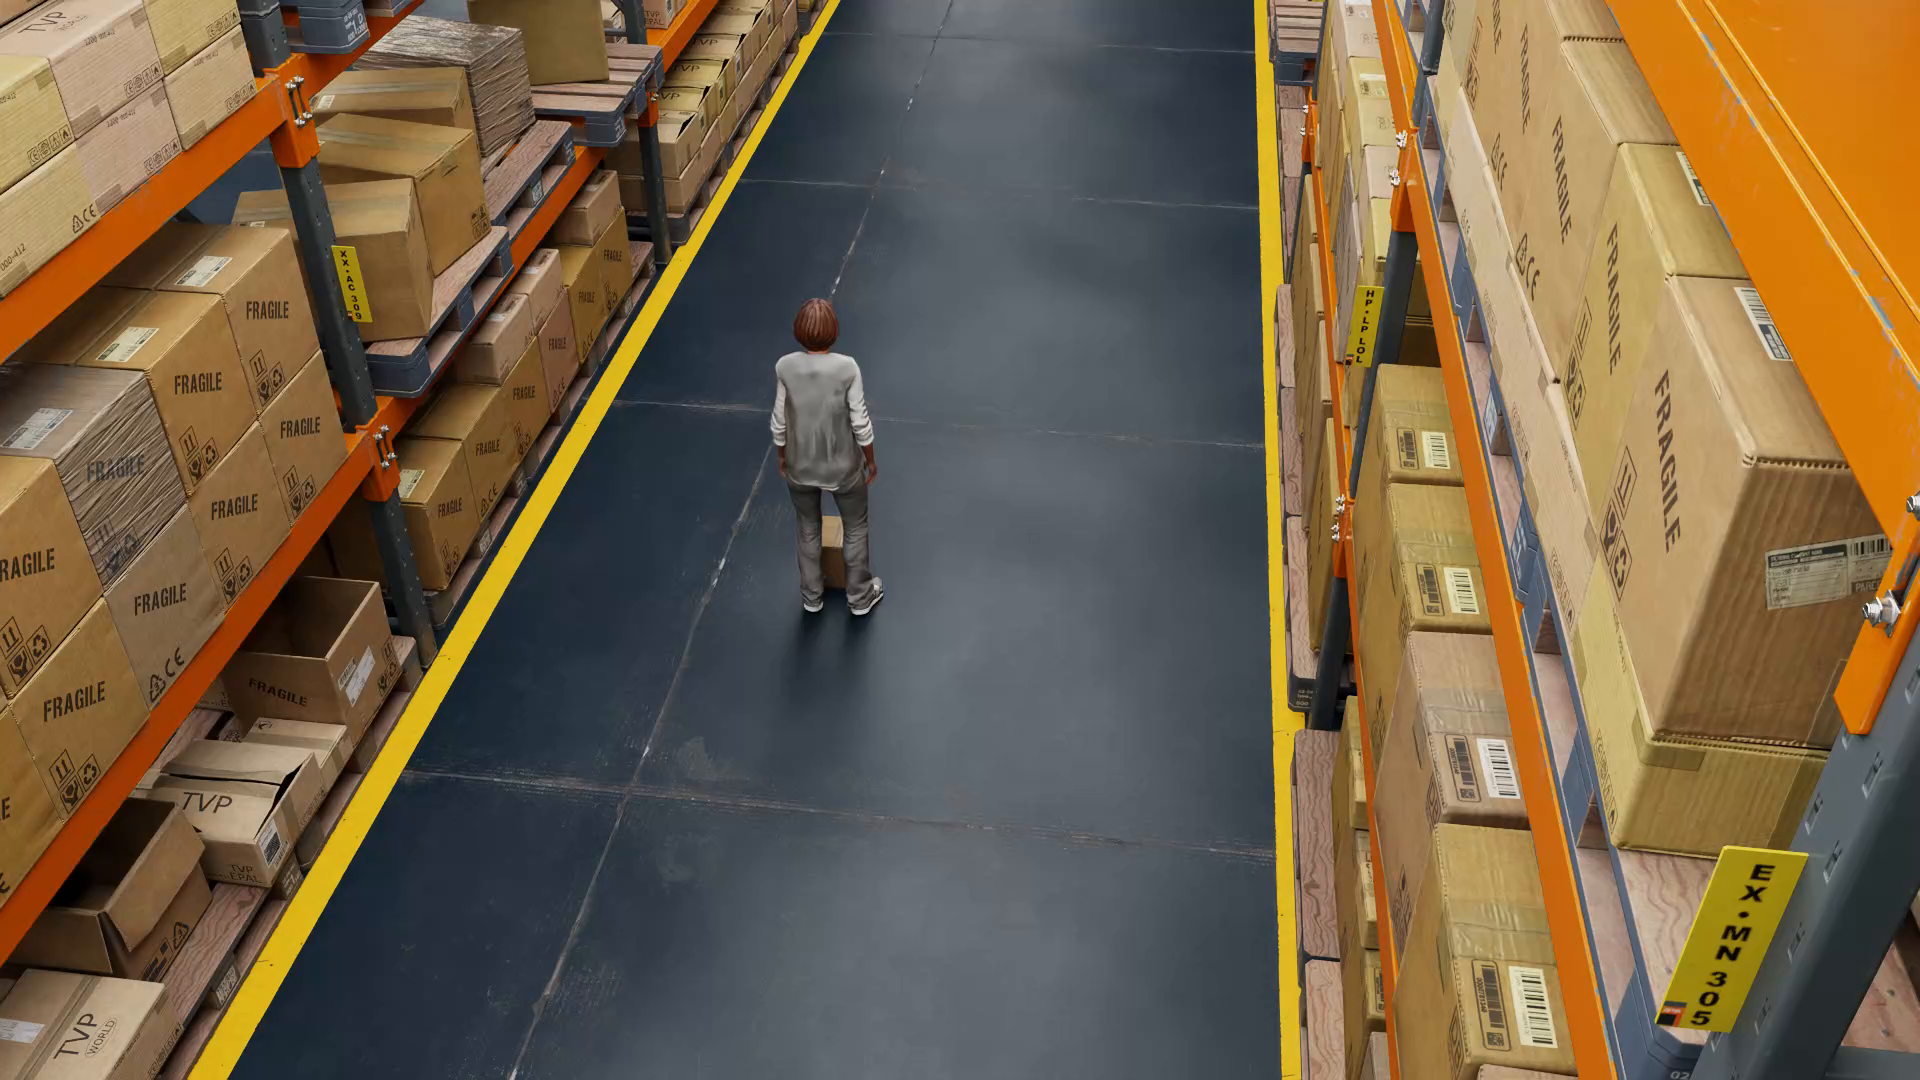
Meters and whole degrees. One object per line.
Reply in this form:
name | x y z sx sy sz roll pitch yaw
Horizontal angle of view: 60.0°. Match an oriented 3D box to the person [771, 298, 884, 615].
person | -0.607 -0.318 7.513 0.460 1.546 0.346 5 37 6
